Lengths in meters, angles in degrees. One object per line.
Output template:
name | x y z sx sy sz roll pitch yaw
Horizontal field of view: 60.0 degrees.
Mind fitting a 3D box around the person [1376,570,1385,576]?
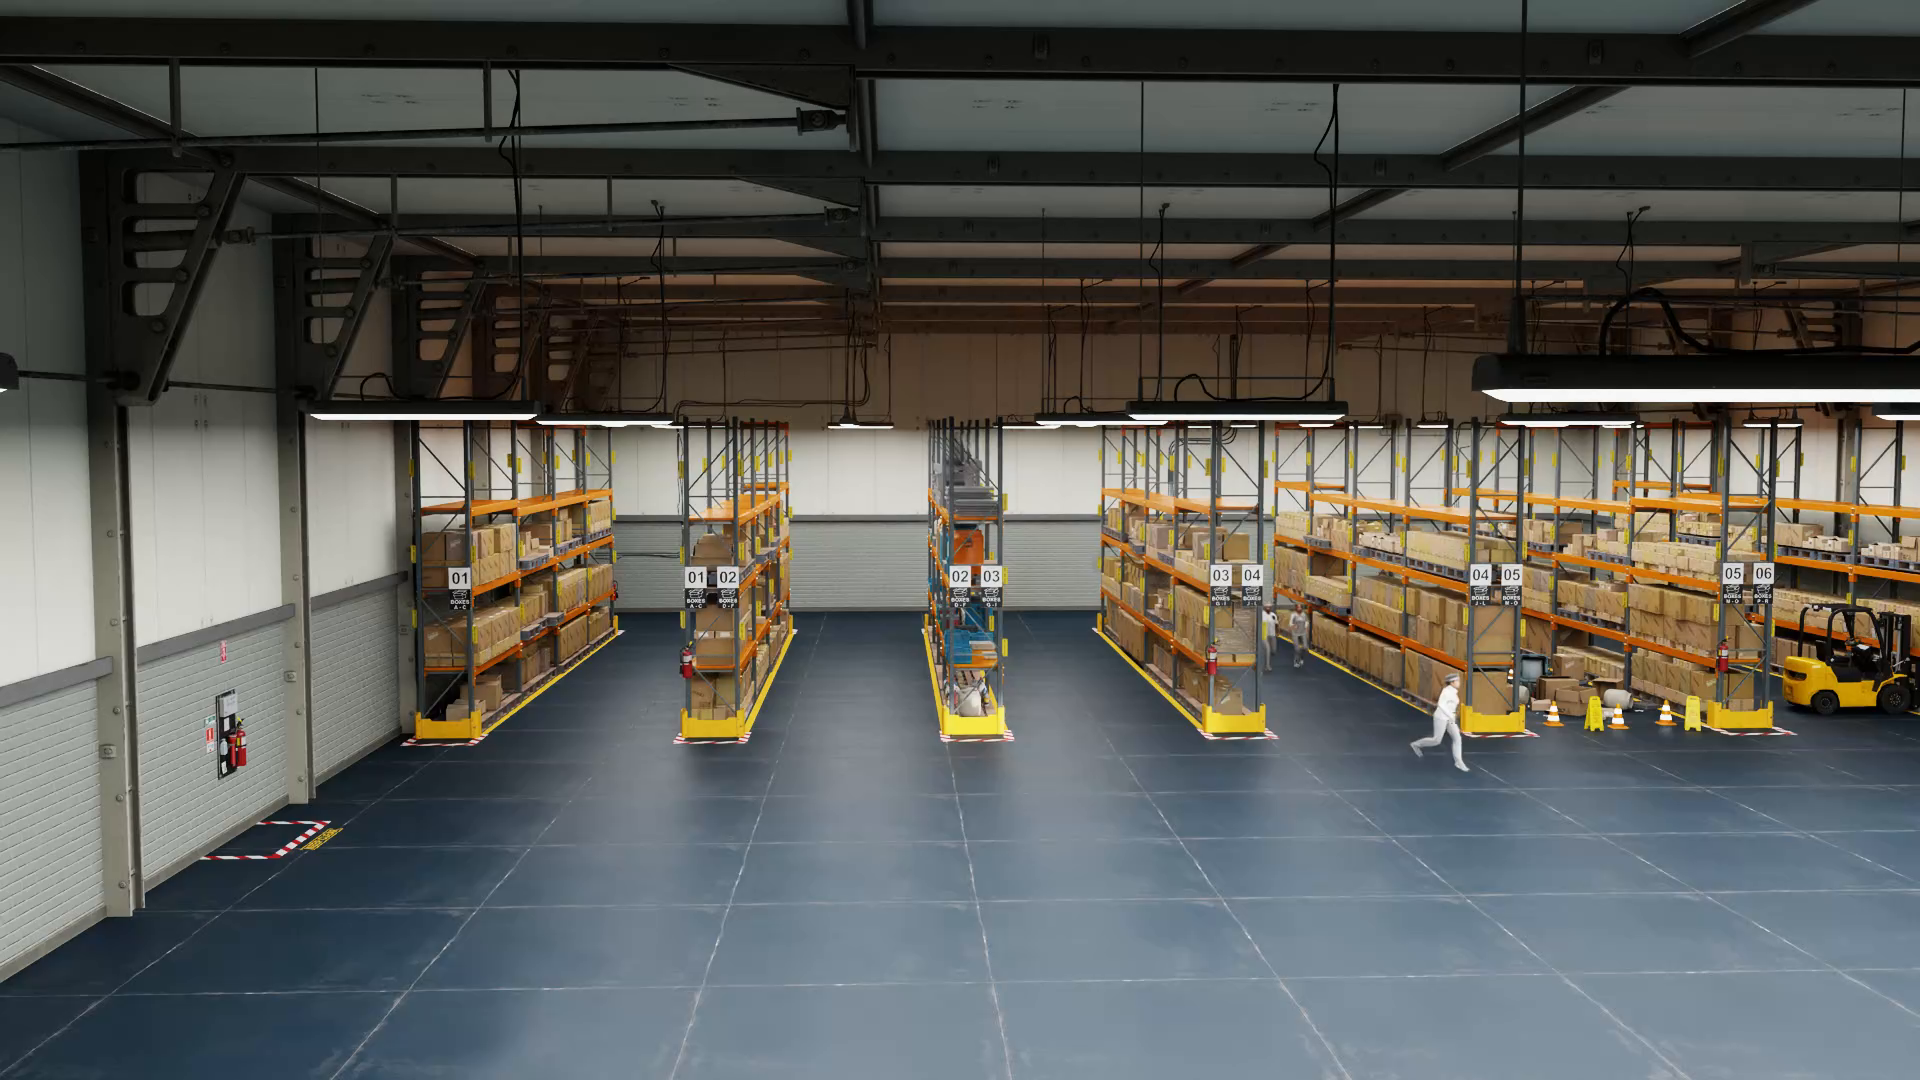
person | 12.479 1.709 49.268 0.580 1.625 0.582 0 4 -6

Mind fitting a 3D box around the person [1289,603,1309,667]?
person | 8.209 2.307 40.134 0.519 1.564 0.580 0 4 -4

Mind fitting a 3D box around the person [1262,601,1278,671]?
person | 7.379 2.288 39.963 0.577 1.653 0.624 -1 4 -9

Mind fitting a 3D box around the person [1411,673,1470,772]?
person | 8.178 3.064 28.241 1.032 1.680 0.619 3 5 37
